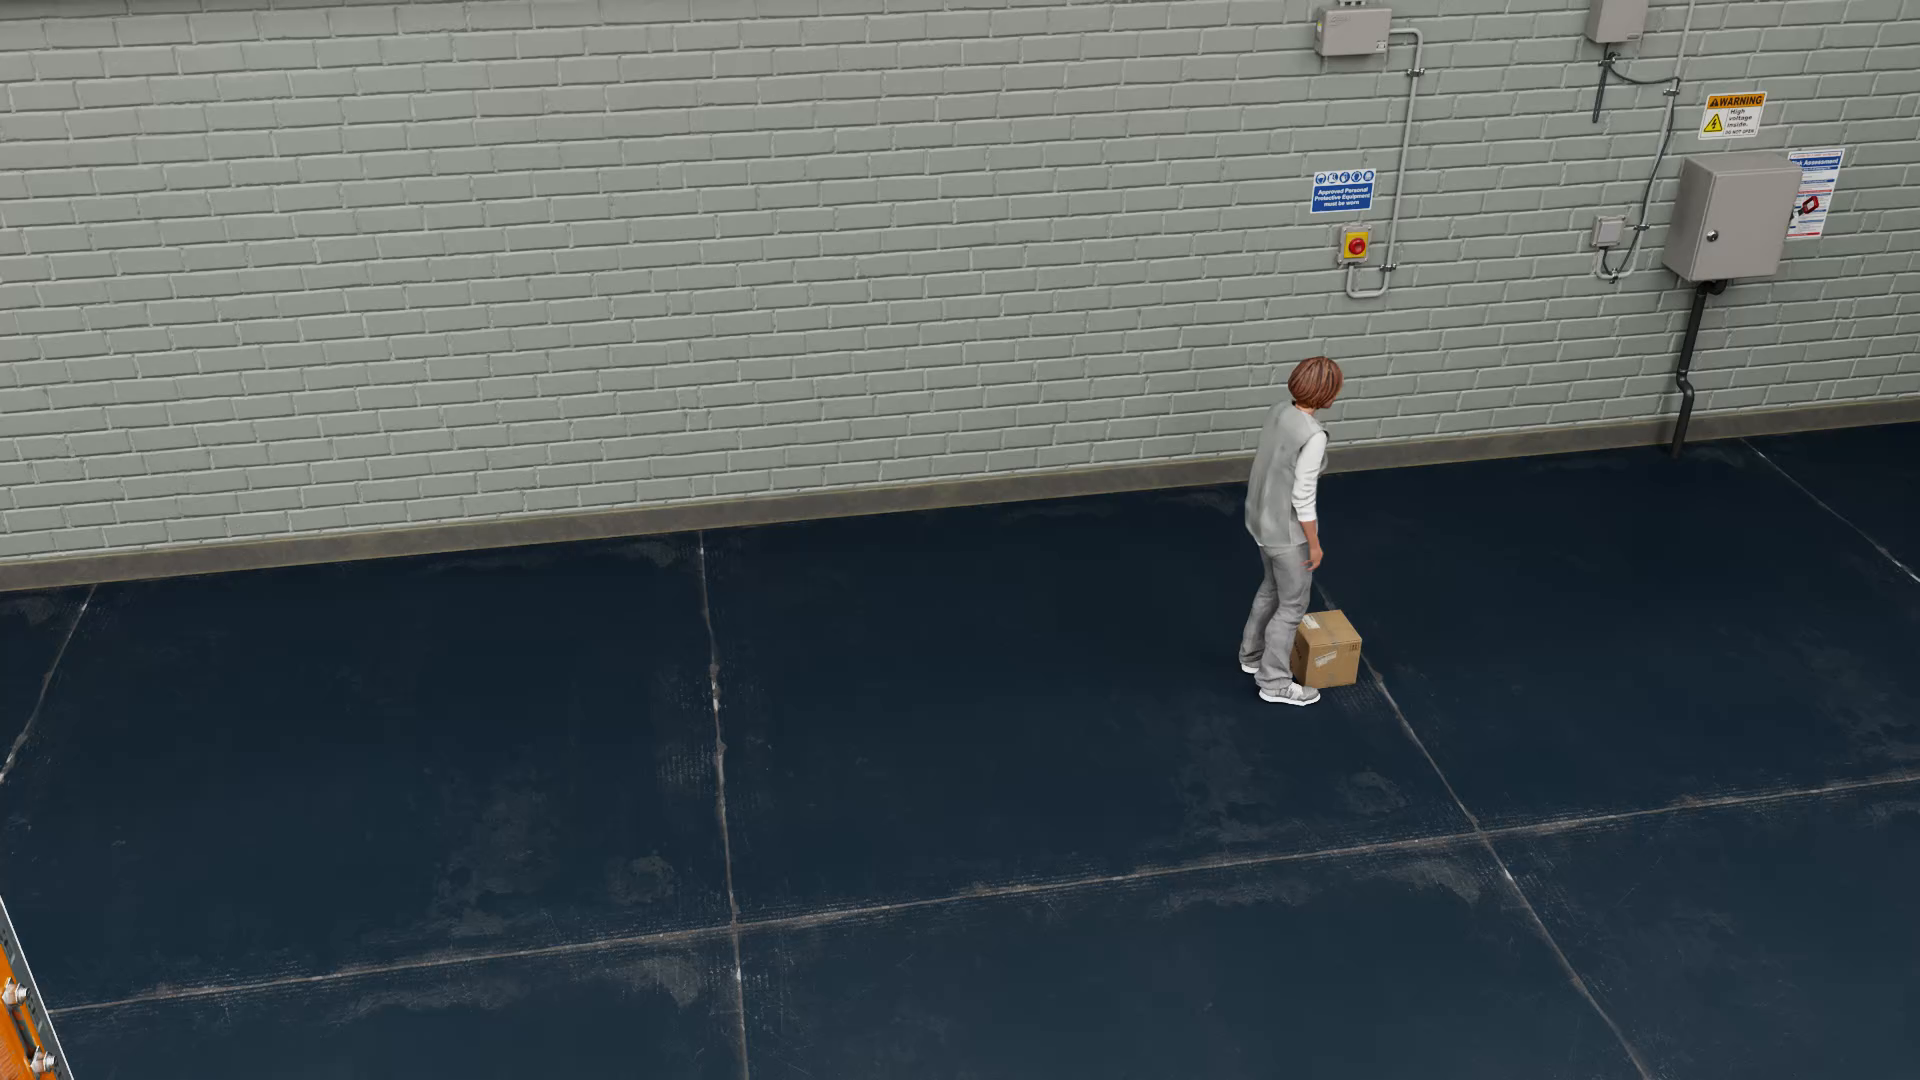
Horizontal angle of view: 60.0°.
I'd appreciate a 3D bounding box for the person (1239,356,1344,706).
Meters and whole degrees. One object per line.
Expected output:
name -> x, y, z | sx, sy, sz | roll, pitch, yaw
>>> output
person -> 1.421, -0.048, 7.222 | 0.342, 1.594, 0.482 | -7, 32, -11
